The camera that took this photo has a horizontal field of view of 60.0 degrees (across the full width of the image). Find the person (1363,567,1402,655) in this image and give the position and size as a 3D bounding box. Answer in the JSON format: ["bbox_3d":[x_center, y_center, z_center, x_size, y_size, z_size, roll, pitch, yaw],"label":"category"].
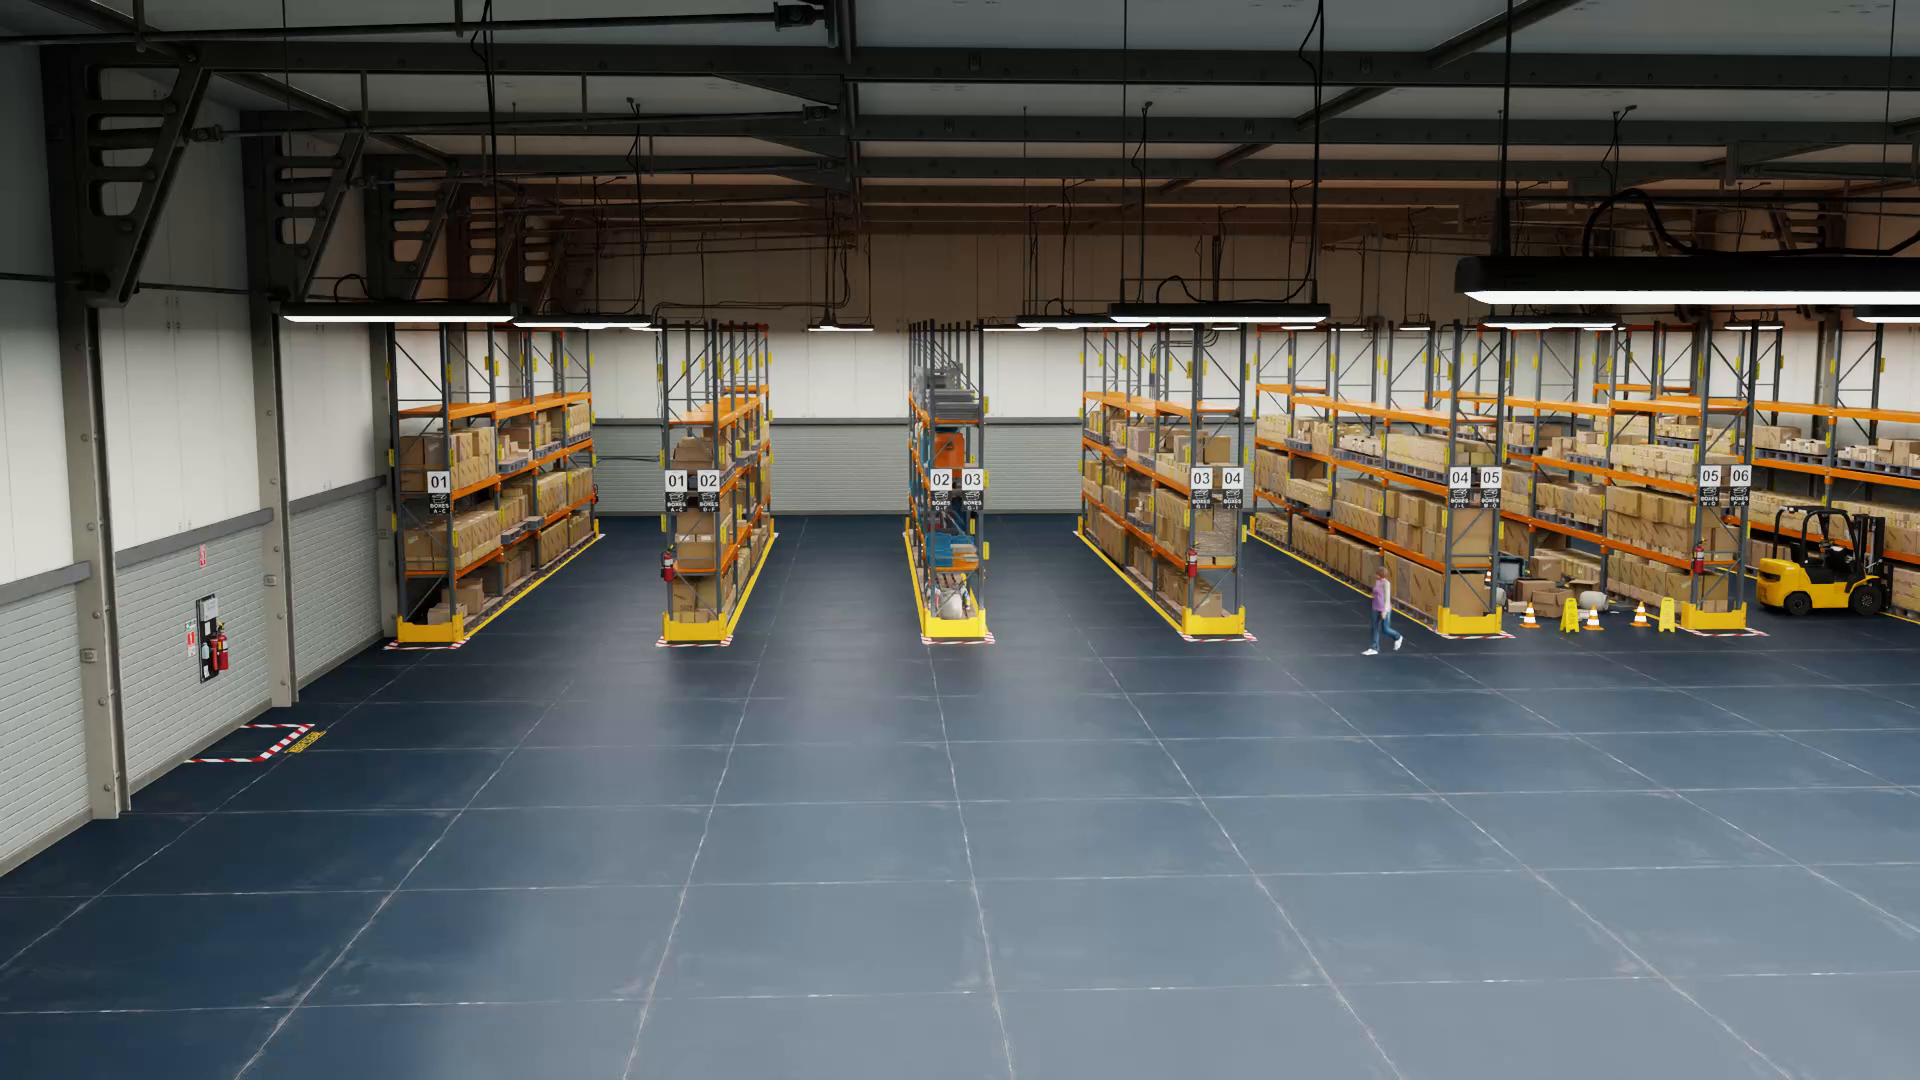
[{"bbox_3d":[7.587,1.261,29.769,0.708,1.590,0.381,-4,8,-31],"label":"person"}]
